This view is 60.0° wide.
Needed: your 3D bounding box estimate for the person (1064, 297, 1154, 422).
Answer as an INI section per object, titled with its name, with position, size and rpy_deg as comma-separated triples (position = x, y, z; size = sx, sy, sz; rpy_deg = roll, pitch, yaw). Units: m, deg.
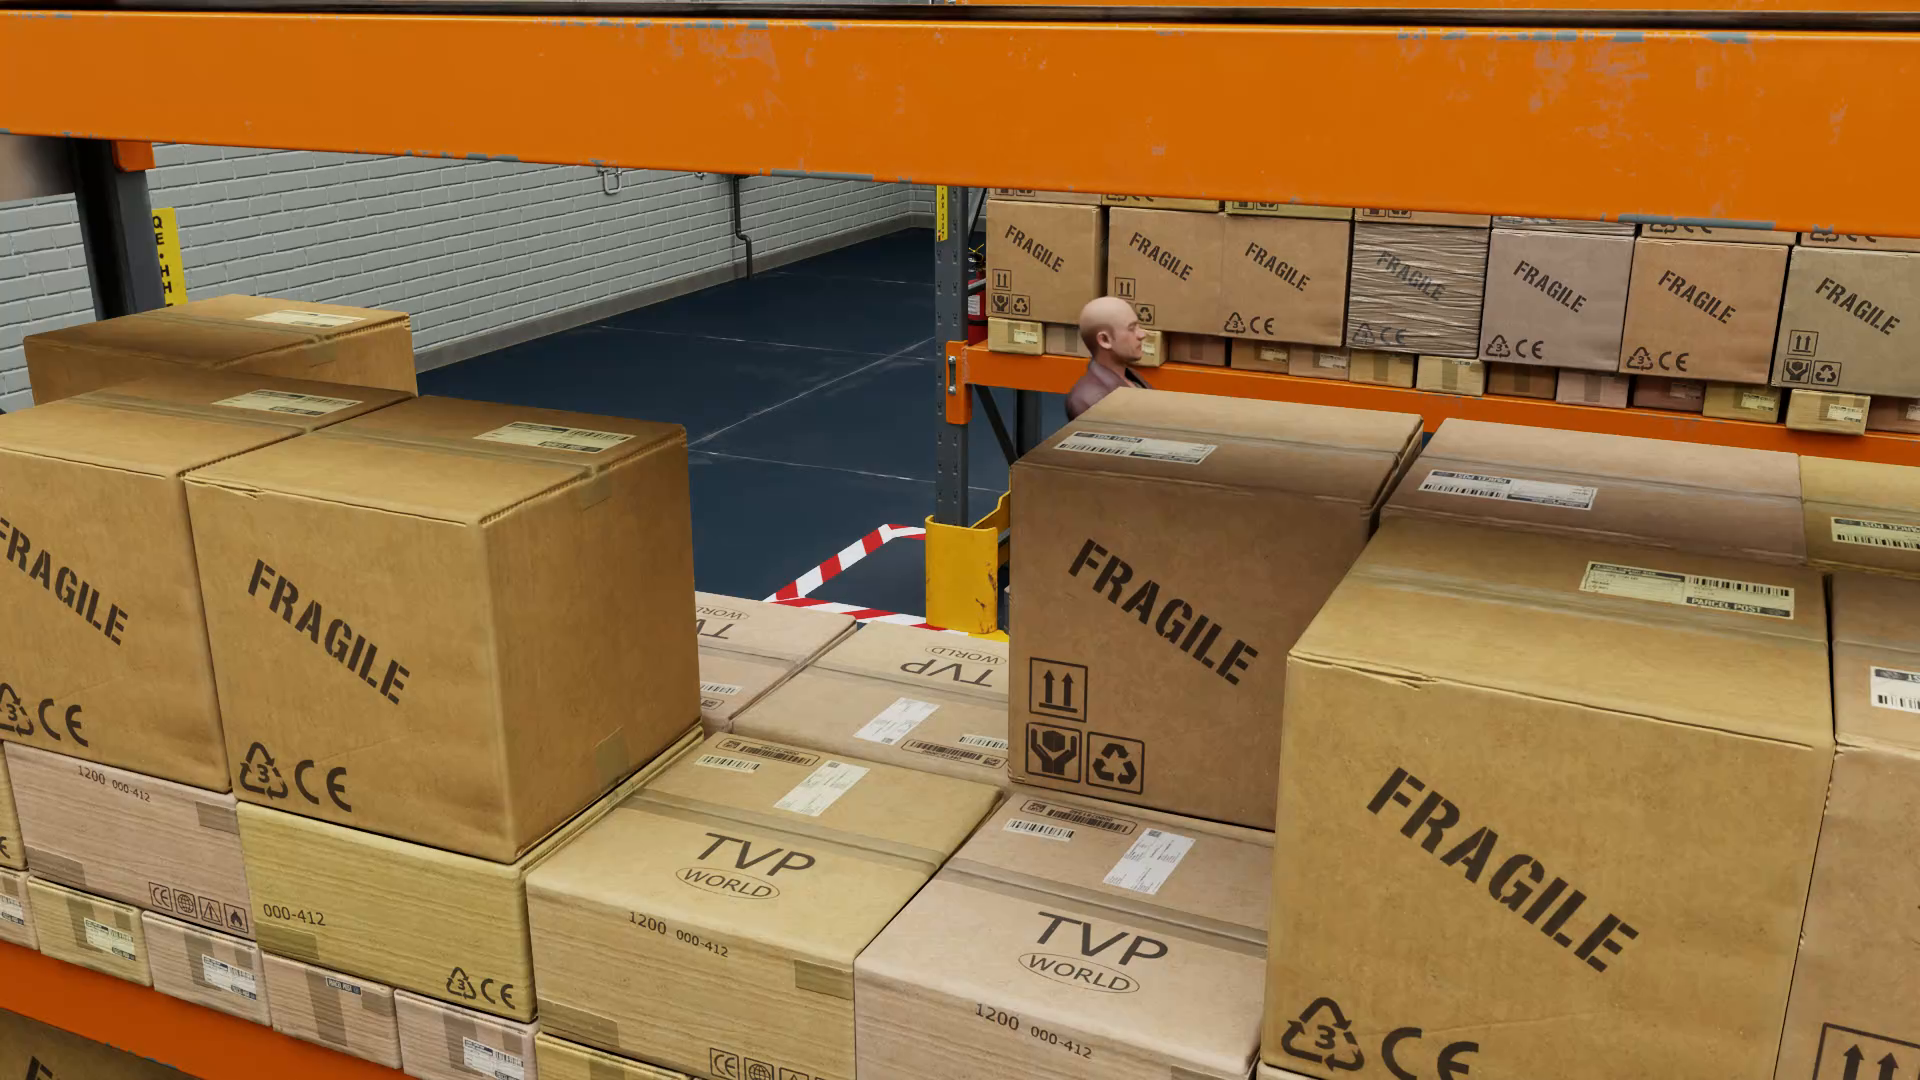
[person]
position = 0.678, 0.006, 6.072
size = 0.553, 1.771, 0.530
rpy_deg = 6, 20, 18
